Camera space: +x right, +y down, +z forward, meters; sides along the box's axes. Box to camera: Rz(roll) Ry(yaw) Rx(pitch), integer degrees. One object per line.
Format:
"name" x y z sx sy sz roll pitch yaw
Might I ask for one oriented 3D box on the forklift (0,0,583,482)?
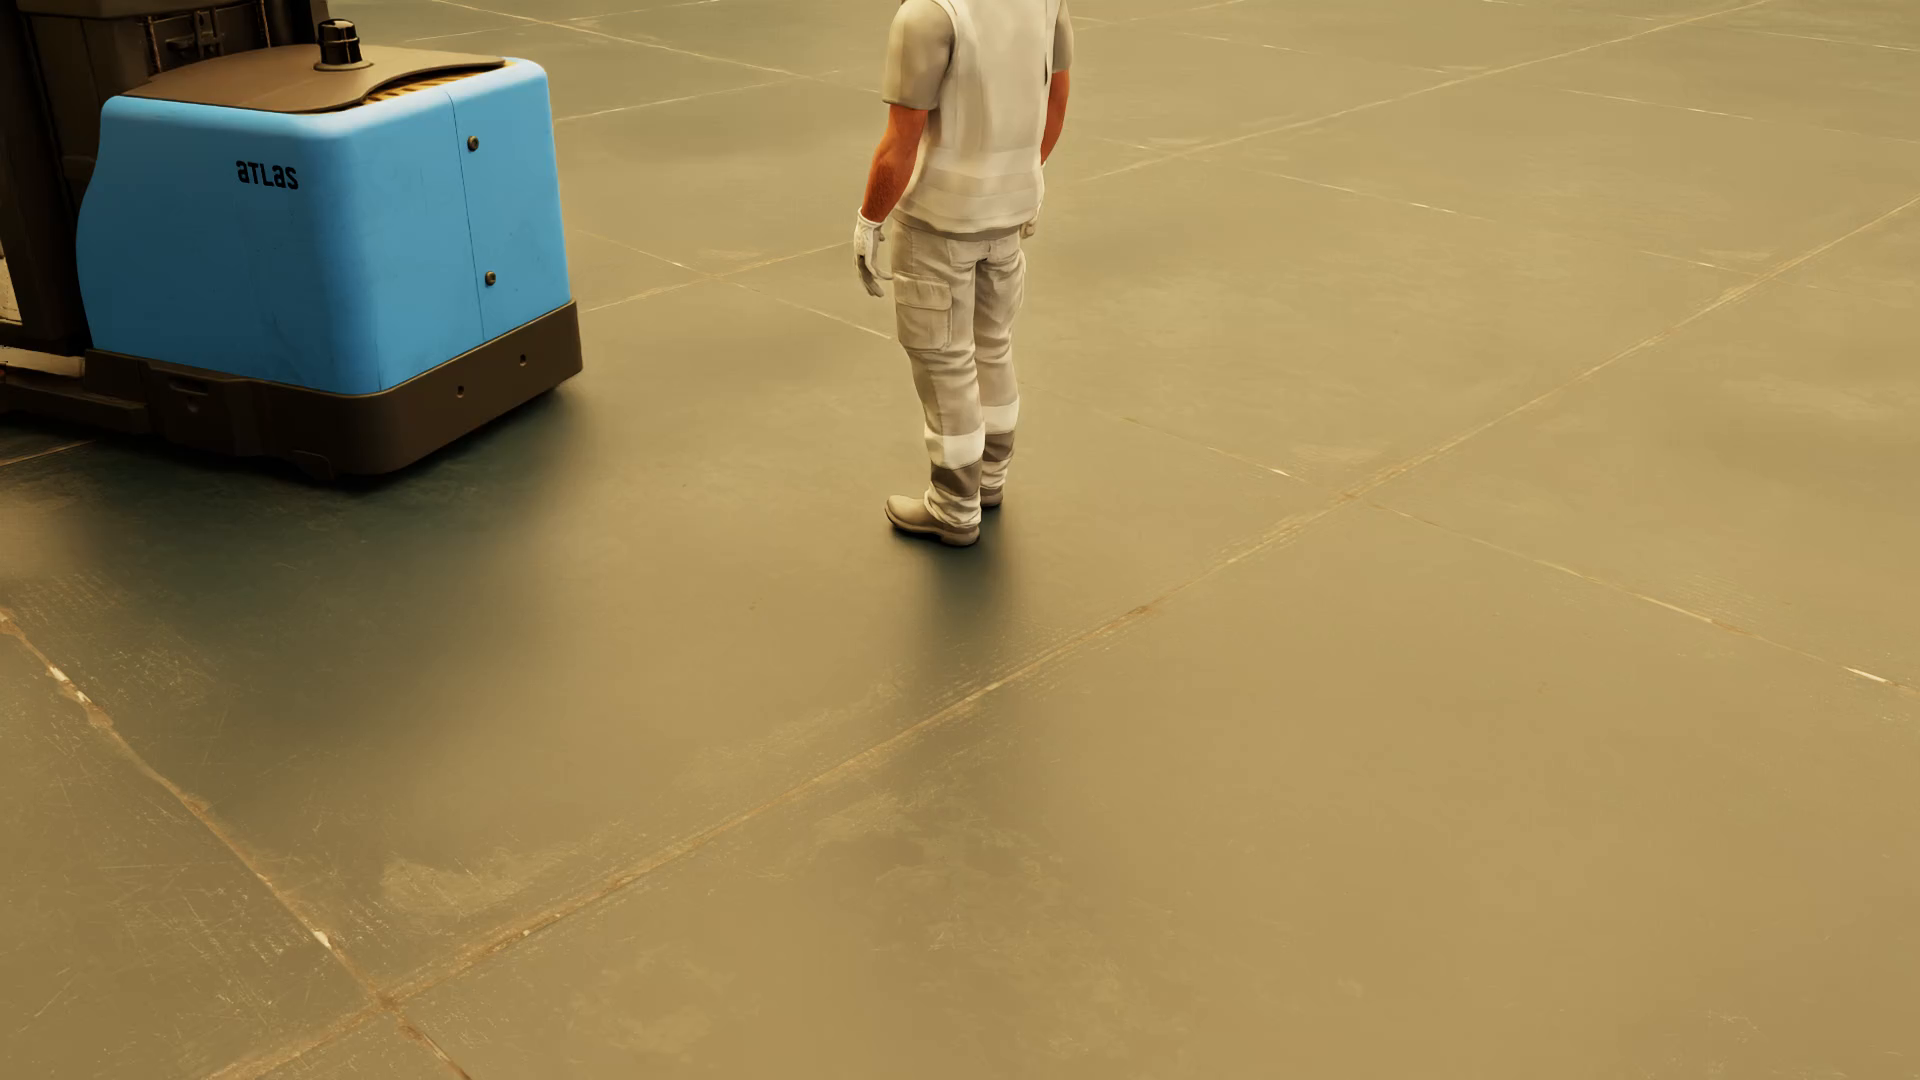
"forklift" -2.820 -1.901 5.089 3.031 2.935 1.130 11 28 21

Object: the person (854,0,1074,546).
"person" -0.048 -0.839 4.204 0.637 1.790 0.562 -24 35 -39
